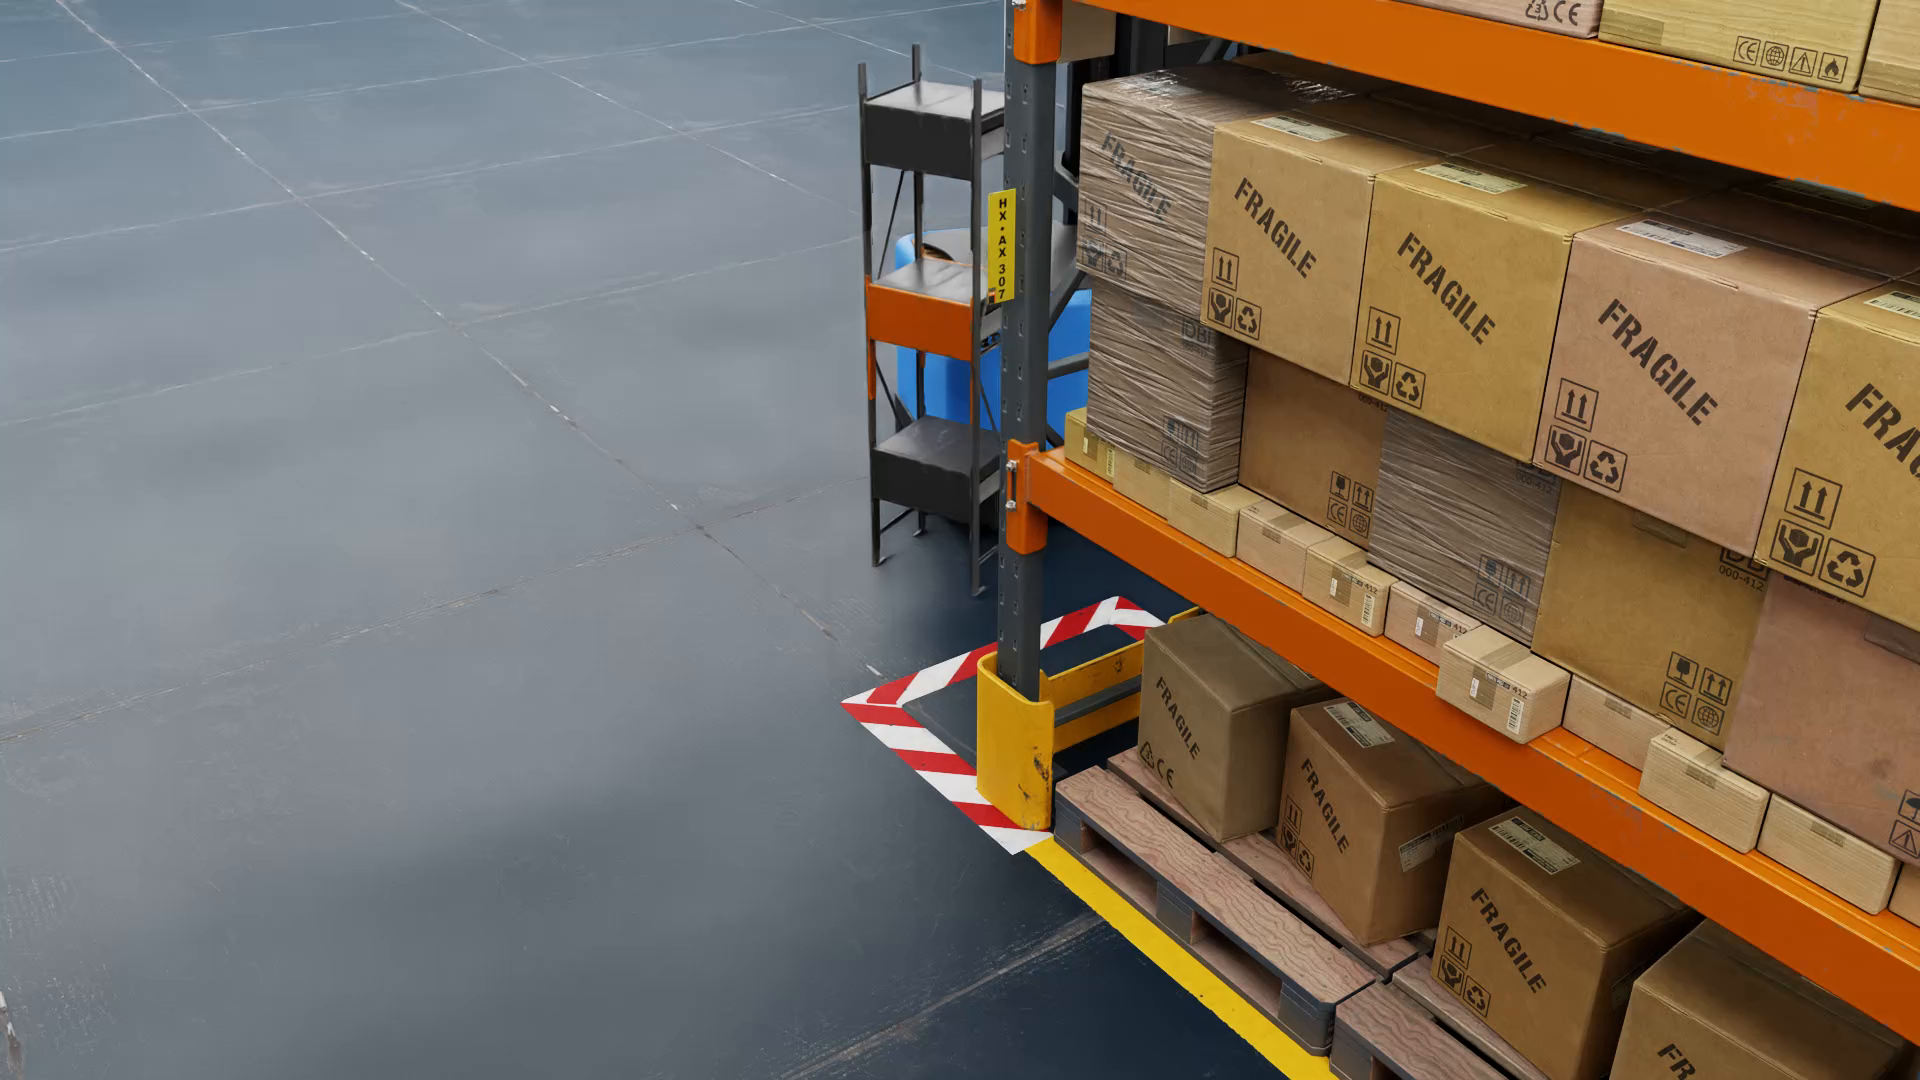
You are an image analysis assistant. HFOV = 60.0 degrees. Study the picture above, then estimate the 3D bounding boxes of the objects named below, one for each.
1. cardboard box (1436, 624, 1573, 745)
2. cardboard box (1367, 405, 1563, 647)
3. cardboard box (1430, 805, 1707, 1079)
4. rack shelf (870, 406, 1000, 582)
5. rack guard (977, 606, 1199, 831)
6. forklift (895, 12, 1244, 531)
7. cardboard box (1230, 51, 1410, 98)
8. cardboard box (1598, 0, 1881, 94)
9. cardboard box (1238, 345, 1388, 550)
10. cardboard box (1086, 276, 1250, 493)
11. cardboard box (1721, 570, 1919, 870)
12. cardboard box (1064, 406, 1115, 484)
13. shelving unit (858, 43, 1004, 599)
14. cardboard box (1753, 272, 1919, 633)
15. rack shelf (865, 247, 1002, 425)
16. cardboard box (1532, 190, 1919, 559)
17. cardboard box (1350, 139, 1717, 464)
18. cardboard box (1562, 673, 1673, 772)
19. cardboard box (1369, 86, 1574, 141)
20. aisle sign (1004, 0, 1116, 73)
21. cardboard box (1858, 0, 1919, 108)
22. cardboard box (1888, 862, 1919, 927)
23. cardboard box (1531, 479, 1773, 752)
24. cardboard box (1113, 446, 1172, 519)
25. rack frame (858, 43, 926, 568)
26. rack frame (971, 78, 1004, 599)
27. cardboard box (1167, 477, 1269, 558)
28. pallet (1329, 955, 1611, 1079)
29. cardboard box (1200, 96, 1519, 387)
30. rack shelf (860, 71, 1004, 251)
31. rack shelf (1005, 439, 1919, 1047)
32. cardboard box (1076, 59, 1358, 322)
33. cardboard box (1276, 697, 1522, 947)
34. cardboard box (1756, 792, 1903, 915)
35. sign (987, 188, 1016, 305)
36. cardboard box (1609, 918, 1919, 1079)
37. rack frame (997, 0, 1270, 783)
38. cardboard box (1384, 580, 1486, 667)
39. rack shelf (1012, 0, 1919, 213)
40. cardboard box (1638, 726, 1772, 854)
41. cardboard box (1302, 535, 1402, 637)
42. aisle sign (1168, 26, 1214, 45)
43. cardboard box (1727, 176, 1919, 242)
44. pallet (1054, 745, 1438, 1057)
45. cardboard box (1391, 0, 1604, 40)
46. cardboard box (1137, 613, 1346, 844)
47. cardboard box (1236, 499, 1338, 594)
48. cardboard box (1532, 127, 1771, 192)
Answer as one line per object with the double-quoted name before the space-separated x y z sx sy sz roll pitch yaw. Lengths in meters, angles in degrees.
"cardboard box" 1.325 0.293 3.830 0.380 0.149 0.250 -19 34 -31
"cardboard box" 1.502 -0.190 4.040 0.875 0.500 0.500 -19 34 -31
"cardboard box" 1.634 1.029 4.392 0.500 0.500 0.500 -15 32 -26
"rack shelf" -0.053 -0.200 6.913 0.480 0.518 0.431 16 32 27
"rack guard" 0.607 0.524 5.761 1.175 0.500 0.348 -19 34 -31
"forklift" 1.267 -1.716 7.339 3.031 2.935 1.130 -8 30 -14
"cardboard box" 1.083 -1.073 4.618 0.500 0.500 0.500 -19 34 -31
"cardboard box" 1.526 -1.004 2.970 0.500 0.250 0.500 -18 33 -29
"cardboard box" 1.247 -0.396 4.420 0.875 0.500 0.500 -19 34 -31
"cardboard box" 0.860 -0.557 4.717 0.875 0.500 0.500 -19 34 -31
"cardboard box" 2.039 0.214 3.297 0.875 0.500 0.500 -19 34 -31
"cardboard box" 0.534 -0.317 4.954 0.380 0.149 0.250 -19 34 -31
"shelving unit" -0.053 -0.827 6.572 0.503 2.100 0.431 16 32 27
"cardboard box" 1.818 -0.150 2.920 0.500 0.500 0.500 -19 34 -31
"rack shelf" -0.053 -0.815 6.578 0.480 0.518 0.431 16 32 27
"cardboard box" 1.530 -0.346 3.280 0.500 0.500 0.500 -19 34 -31
"cardboard box" 1.235 -0.538 3.634 0.500 0.500 0.500 -19 34 -31
"cardboard box" 1.578 0.354 3.719 0.380 0.149 0.250 -19 34 -31
"cardboard box" 1.378 -0.880 4.263 0.500 0.500 0.500 -19 34 -31
"aisle sign" 0.283 -1.687 4.490 0.394 0.787 0.004 -19 34 -31
"cardboard box" 1.812 -0.809 2.610 0.500 0.250 0.500 -19 34 -31
"cardboard box" 2.012 0.646 3.182 0.380 0.149 0.250 -19 34 -31
"cardboard box" 1.783 0.008 3.676 0.875 0.500 0.500 -19 34 -31
"cardboard box" 0.663 -0.214 4.765 0.380 0.149 0.250 -19 34 -31
"rack frame" -0.262 -0.887 6.682 0.015 2.100 0.400 16 32 27
"rack frame" 0.156 -0.766 6.461 0.015 2.100 0.400 16 32 27
"cardboard box" 0.796 -0.113 4.578 0.380 0.149 0.250 -19 34 -31
"pallet" 1.753 1.450 4.358 1.003 0.211 1.213 -19 34 -31
"cardboard box" 0.944 -0.732 3.992 0.500 0.500 0.500 -19 34 -31
"rack shelf" -0.053 -1.430 6.244 0.480 0.518 0.431 16 32 27
"rack shelf" 1.723 0.490 3.959 1.077 0.370 4.000 -19 34 -31
"cardboard box" 0.660 -0.929 4.353 0.500 0.500 0.500 -19 34 -31
"cardboard box" 1.286 0.780 4.850 0.500 0.500 0.500 -10 30 -18
"cardboard box" 1.834 0.560 3.340 0.380 0.149 0.250 -19 34 -31
"sign" 0.121 -0.834 4.736 0.100 0.325 0.005 -19 34 -31
"cardboard box" 1.921 1.258 3.969 0.500 0.500 0.500 -22 36 -35
"rack frame" 0.563 -0.604 5.219 1.000 3.000 0.127 -19 34 -31
"cardboard box" 1.265 0.167 4.062 0.380 0.149 0.250 -19 34 -31
"rack shelf" 1.723 -0.829 3.243 1.077 0.370 4.000 -19 34 -31
"cardboard box" 1.661 0.472 3.501 0.380 0.149 0.250 -19 34 -31
"cardboard box" 1.097 0.078 4.227 0.380 0.149 0.250 -19 34 -31
"aisle sign" 0.771 -1.854 4.796 0.394 0.787 0.004 -19 34 -31
"cardboard box" 1.949 -0.488 3.542 0.500 0.500 0.500 -19 34 -31
"pallet" 1.049 0.977 5.231 1.003 0.211 1.213 -19 34 -31
"cardboard box" 1.220 -1.205 3.340 0.500 0.250 0.500 -19 34 -31
"cardboard box" 0.911 0.557 5.260 0.500 0.500 0.500 -12 31 -22
"cardboard box" 0.958 -0.022 4.410 0.380 0.149 0.250 -19 34 -31
"cardboard box" 1.666 -0.685 3.904 0.500 0.500 0.500 -19 34 -31
